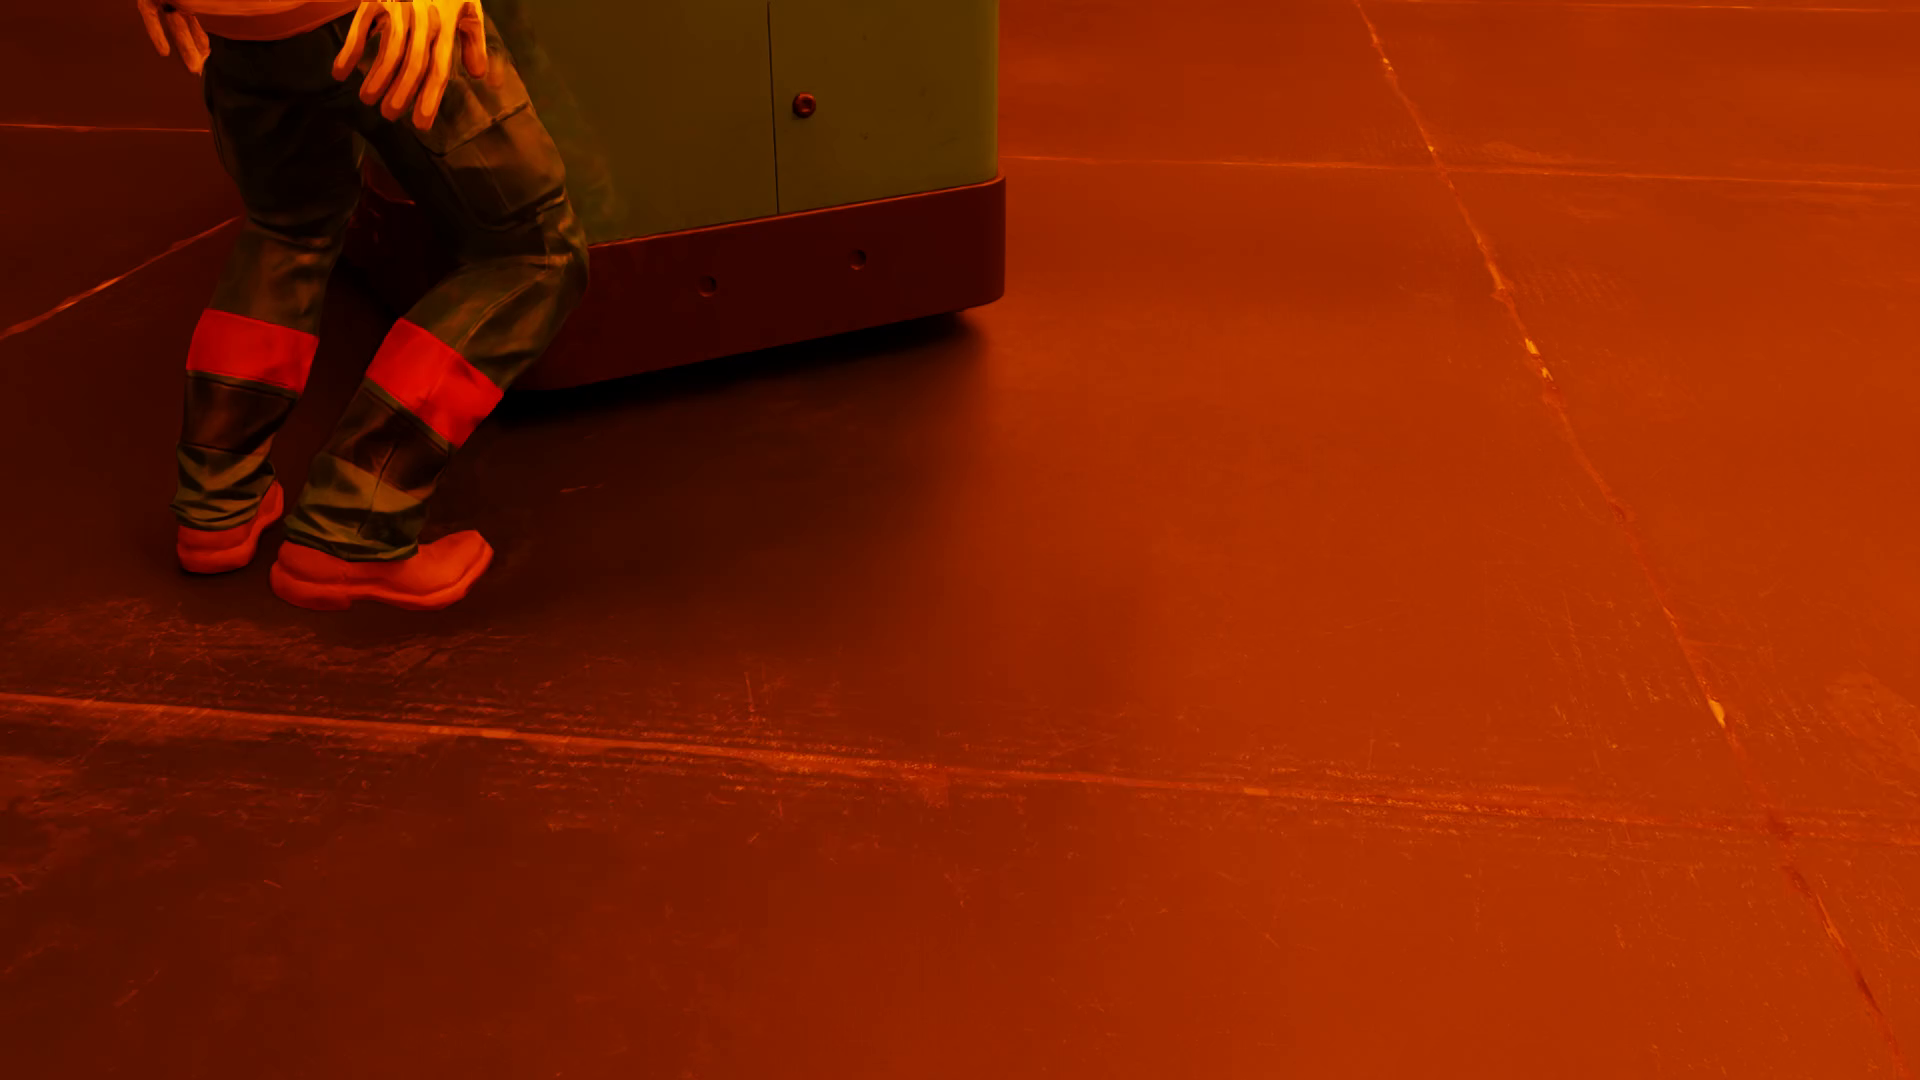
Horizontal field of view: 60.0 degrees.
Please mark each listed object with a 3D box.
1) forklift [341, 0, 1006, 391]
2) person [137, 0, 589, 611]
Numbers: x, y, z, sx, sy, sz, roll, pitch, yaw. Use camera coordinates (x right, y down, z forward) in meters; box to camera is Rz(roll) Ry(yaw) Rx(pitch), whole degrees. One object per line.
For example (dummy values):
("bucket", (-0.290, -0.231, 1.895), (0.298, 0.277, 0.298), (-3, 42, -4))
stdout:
("forklift", (-1.114, -2.181, 3.588), (1.130, 2.935, 3.031), (-15, 30, -28))
("person", (-0.821, -0.706, 2.027), (0.923, 1.692, 0.490), (23, 34, 38))
